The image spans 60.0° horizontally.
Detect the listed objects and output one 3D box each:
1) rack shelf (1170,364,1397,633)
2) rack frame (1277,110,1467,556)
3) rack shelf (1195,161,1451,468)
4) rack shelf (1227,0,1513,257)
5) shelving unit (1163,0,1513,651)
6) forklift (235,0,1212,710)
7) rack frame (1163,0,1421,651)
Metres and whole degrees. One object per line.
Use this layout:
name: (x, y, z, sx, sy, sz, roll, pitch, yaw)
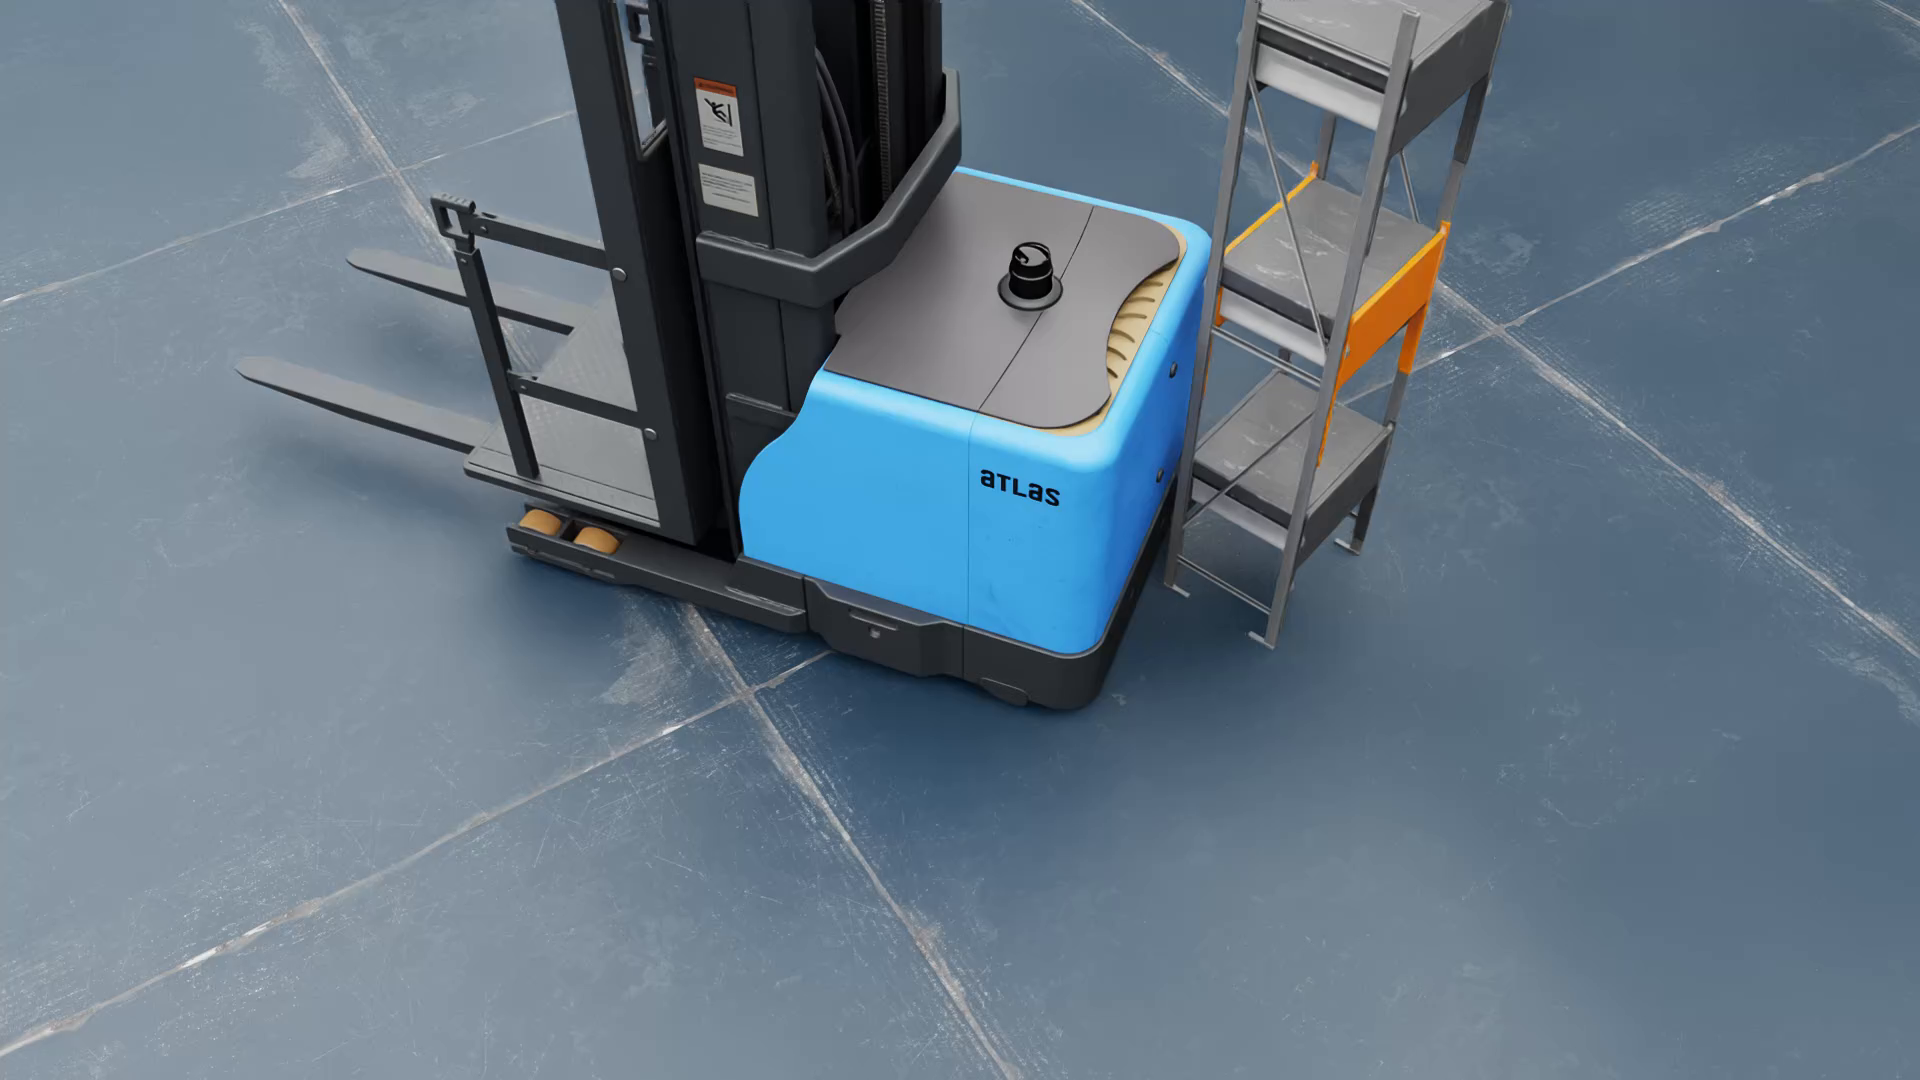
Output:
rack shelf: (0.941, -0.133, 4.918, 0.431, 0.518, 0.480, 32, 56, 25)
rack frame: (1.098, -0.747, 4.509, 0.400, 2.100, 0.015, 32, 56, 25)
rack shelf: (0.941, -0.598, 4.395, 0.431, 0.518, 0.480, 32, 56, 25)
rack shelf: (0.941, -1.064, 3.872, 0.431, 0.518, 0.480, 32, 56, 25)
shelving unit: (0.941, -0.607, 4.385, 0.431, 2.100, 0.503, 32, 56, 25)
forklift: (-0.853, -1.203, 4.359, 3.031, 2.935, 1.130, 17, 50, 14)
rack frame: (0.784, -0.468, 4.261, 0.400, 2.100, 0.015, 32, 56, 25)
